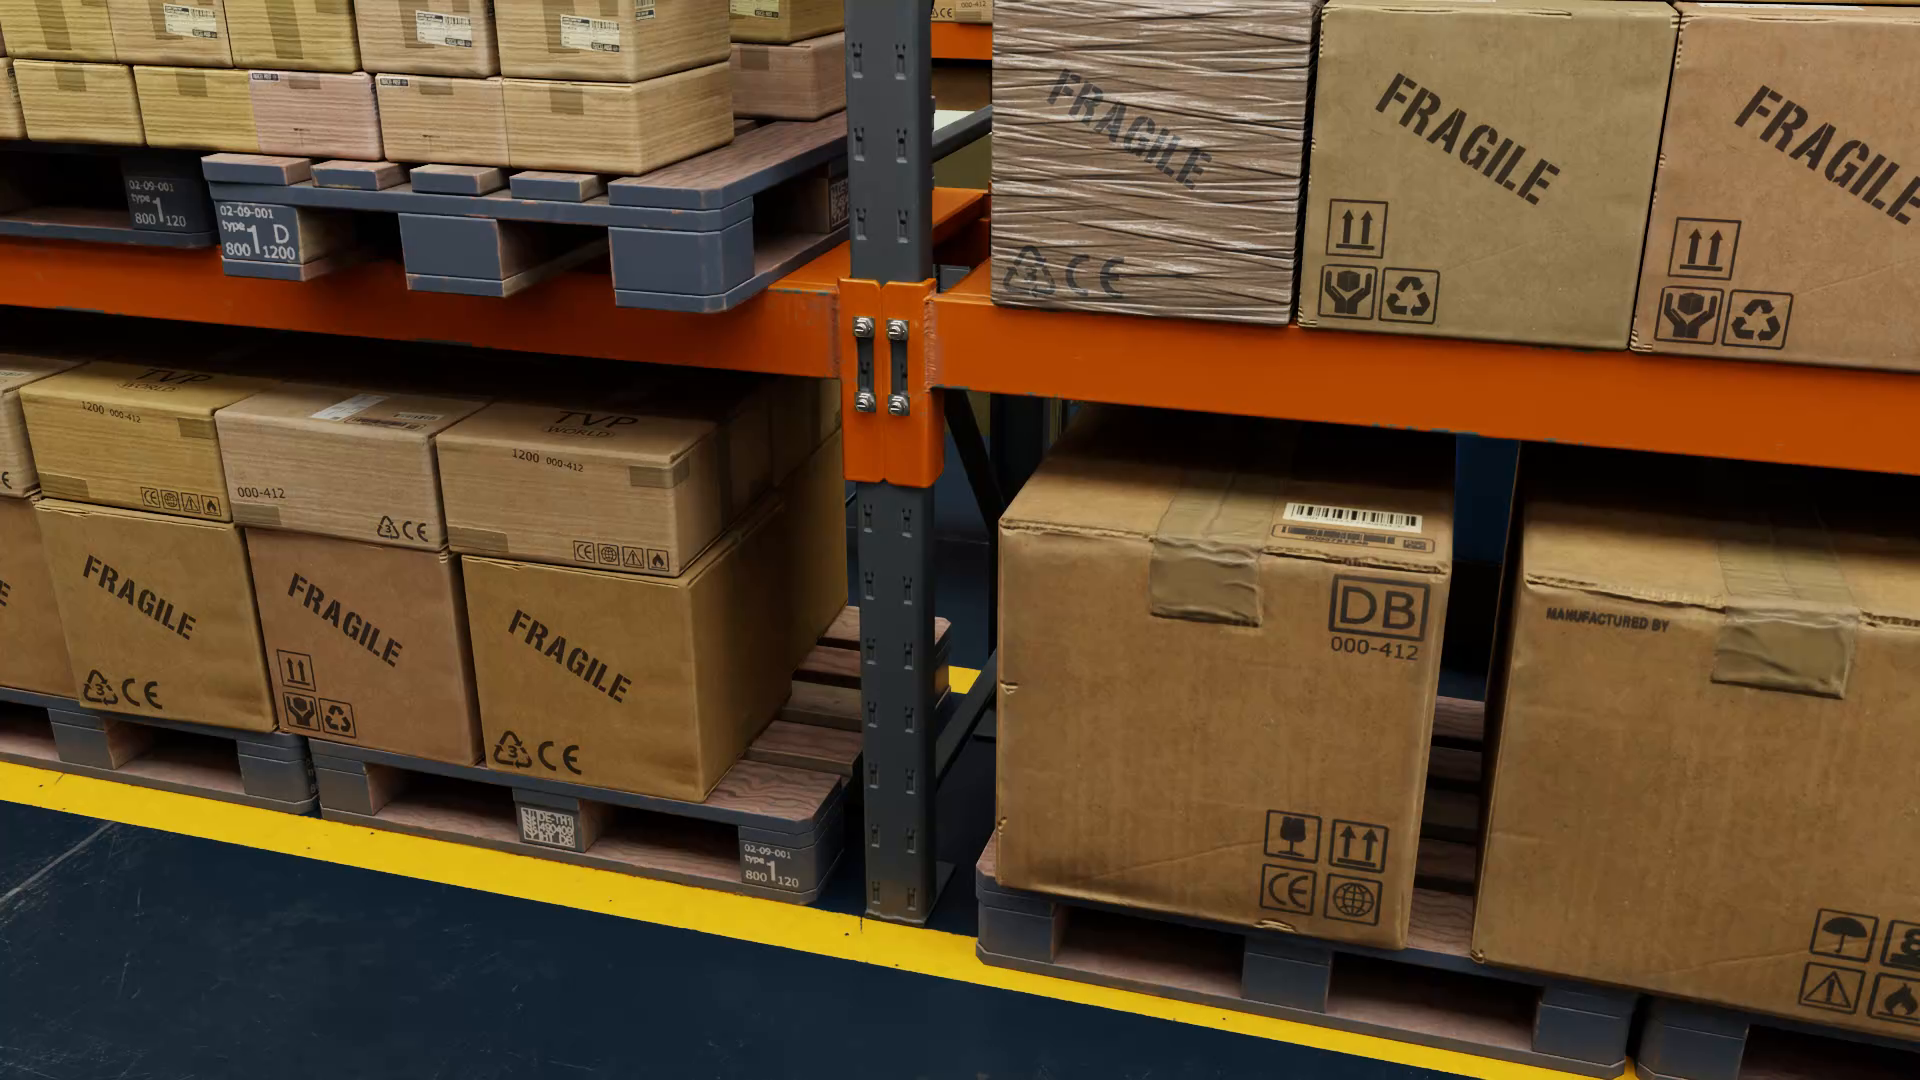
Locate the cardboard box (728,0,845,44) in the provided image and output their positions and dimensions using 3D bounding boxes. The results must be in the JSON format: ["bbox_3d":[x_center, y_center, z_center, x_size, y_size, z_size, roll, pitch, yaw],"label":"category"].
[{"bbox_3d":[-0.393,-1.132,3.464,0.250,0.149,0.380,8,24,18],"label":"cardboard box"}]

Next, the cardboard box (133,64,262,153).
[{"bbox_3d":[-1.315,-0.840,3.144,0.250,0.149,0.380,6,23,15],"label":"cardboard box"}]

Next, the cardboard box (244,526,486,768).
[{"bbox_3d":[-1.190,0.136,3.726,0.500,0.500,0.500,8,23,18],"label":"cardboard box"}]

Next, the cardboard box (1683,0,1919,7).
[{"bbox_3d":[1.415,-1.136,2.639,0.500,0.500,0.700,6,23,15],"label":"cardboard box"}]

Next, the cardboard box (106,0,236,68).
[{"bbox_3d":[-1.341,-0.979,3.091,0.250,0.149,0.380,7,23,16],"label":"cardboard box"}]

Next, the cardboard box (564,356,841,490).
[{"bbox_3d":[-0.579,-0.339,3.896,0.500,0.250,0.500,5,23,13],"label":"cardboard box"}]

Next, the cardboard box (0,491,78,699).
[{"bbox_3d":[-2.175,0.020,4.009,0.500,0.500,0.500,7,23,16],"label":"cardboard box"}]

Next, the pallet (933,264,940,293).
[{"bbox_3d":[-0.553,-1.558,8.791,1.213,0.211,1.003,7,23,16],"label":"pallet"}]

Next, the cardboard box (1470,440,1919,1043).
[{"bbox_3d":[1.406,0.250,3.119,0.750,0.750,1.050,7,23,16],"label":"cardboard box"}]

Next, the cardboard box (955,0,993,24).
[{"bbox_3d":[0.291,-2.542,7.713,0.500,0.250,0.500,7,23,16],"label":"cardboard box"}]

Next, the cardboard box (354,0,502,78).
[{"bbox_3d":[-0.849,-0.924,2.955,0.250,0.149,0.380,7,23,18],"label":"cardboard box"}]

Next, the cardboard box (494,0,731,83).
[{"bbox_3d":[-0.593,-0.895,2.885,0.250,0.149,0.380,7,23,17],"label":"cardboard box"}]

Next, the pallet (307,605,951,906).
[{"bbox_3d":[-0.737,0.413,3.985,1.213,0.211,1.003,7,23,16],"label":"pallet"}]

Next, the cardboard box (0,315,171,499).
[{"bbox_3d":[-2.190,-0.322,3.855,0.500,0.250,0.500,7,23,18],"label":"cardboard box"}]

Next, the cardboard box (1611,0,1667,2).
[{"bbox_3d":[0.923,-1.192,2.774,0.500,0.500,0.700,6,23,15],"label":"cardboard box"}]

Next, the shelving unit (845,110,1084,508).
[{"bbox_3d":[0.006,-0.693,4.984,0.755,1.500,0.431,7,23,16],"label":"shelving unit"}]

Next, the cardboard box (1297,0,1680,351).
[{"bbox_3d":[0.851,-0.635,2.734,0.500,0.500,0.500,6,23,15],"label":"cardboard box"}]

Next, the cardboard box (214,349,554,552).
[{"bbox_3d":[-1.206,-0.207,3.573,0.500,0.250,0.500,7,23,16],"label":"cardboard box"}]

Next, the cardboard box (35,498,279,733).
[{"bbox_3d":[-1.701,0.084,3.853,0.500,0.500,0.500,5,23,13],"label":"cardboard box"}]

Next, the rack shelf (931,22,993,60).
[{"bbox_3d":[-0.570,-2.487,8.328,4.000,0.370,1.077,7,23,16],"label":"rack shelf"}]

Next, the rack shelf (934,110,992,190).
[{"bbox_3d":[0.006,-1.054,4.836,0.720,0.370,0.431,7,23,16],"label":"rack shelf"}]

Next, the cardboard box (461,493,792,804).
[{"bbox_3d":[-0.694,0.194,3.584,0.500,0.500,0.500,6,23,15],"label":"cardboard box"}]

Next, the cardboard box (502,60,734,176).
[{"bbox_3d":[-0.594,-0.756,2.938,0.250,0.149,0.380,7,23,16],"label":"cardboard box"}]

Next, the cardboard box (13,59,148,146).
[{"bbox_3d":[-1.573,-0.869,3.215,0.250,0.149,0.380,6,23,13],"label":"cardboard box"}]

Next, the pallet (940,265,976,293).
[{"bbox_3d":[0.611,-1.424,8.463,1.213,0.211,1.003,7,23,16],"label":"pallet"}]

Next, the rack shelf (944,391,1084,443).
[{"bbox_3d":[0.006,-0.392,5.107,0.720,0.370,0.431,7,23,16],"label":"rack shelf"}]

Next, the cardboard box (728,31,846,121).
[{"bbox_3d":[-0.359,-0.991,3.512,0.250,0.149,0.380,6,23,15],"label":"cardboard box"}]

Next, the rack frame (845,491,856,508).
[{"bbox_3d":[-0.344,-0.733,5.081,0.023,1.500,0.400,7,23,16],"label":"rack frame"}]

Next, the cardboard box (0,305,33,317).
[{"bbox_3d":[-2.544,-0.563,4.442,0.500,0.250,0.500,8,24,18],"label":"cardboard box"}]

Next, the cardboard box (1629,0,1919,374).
[{"bbox_3d":[1.333,-0.580,2.599,0.500,0.500,0.500,7,23,15],"label":"cardboard box"}]

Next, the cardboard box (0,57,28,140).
[{"bbox_3d":[-1.820,-0.898,3.285,0.250,0.149,0.380,7,23,17],"label":"cardboard box"}]

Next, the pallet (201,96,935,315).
[{"bbox_3d":[-0.702,-0.741,3.378,1.003,0.211,1.213,7,23,16],"label":"pallet"}]

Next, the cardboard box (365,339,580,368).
[{"bbox_3d":[-1.065,-0.395,4.032,0.500,0.250,0.500,6,23,15],"label":"cardboard box"}]

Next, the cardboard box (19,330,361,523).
[{"bbox_3d":[-1.688,-0.268,3.723,0.500,0.250,0.500,7,23,17],"label":"cardboard box"}]

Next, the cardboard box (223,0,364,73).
[{"bbox_3d":[-1.102,-0.952,3.023,0.250,0.149,0.380,7,23,17],"label":"cardboard box"}]

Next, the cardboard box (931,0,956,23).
[{"bbox_3d":[-0.186,-2.603,7.862,0.500,0.250,0.500,6,23,15],"label":"cardboard box"}]

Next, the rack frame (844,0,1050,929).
[{"bbox_3d":[0.011,-0.791,3.245,0.127,3.000,1.000,7,23,16],"label":"rack frame"}]

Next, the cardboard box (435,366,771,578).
[{"bbox_3d":[-0.719,-0.155,3.448,0.500,0.250,0.500,6,23,14],"label":"cardboard box"}]

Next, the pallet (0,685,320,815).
[{"bbox_3d":[-1.901,0.279,4.312,1.213,0.211,1.003,7,23,16],"label":"pallet"}]

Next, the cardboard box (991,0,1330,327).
[{"bbox_3d":[0.363,-0.690,2.867,0.500,0.500,0.500,7,23,16],"label":"cardboard box"}]

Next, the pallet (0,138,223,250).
[{"bbox_3d":[-1.896,-0.904,3.774,1.213,0.211,1.003,7,23,16],"label":"pallet"}]

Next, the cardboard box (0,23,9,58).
[{"bbox_3d":[-1.829,-1.036,3.228,0.250,0.149,0.380,7,23,17],"label":"cardboard box"}]

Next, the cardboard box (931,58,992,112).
[{"bbox_3d":[-0.146,-2.017,8.481,0.875,0.875,0.875,7,23,16],"label":"cardboard box"}]

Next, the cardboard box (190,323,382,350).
[{"bbox_3d":[-1.535,-0.454,4.175,0.500,0.250,0.500,7,23,16],"label":"cardboard box"}]

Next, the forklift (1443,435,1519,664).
[{"bbox_3d":[2.788,-1.025,3.908,3.031,2.935,1.130,8,24,18],"label":"forklift"}]

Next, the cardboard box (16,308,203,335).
[{"bbox_3d":[-2.034,-0.510,4.314,0.500,0.250,0.500,5,23,13],"label":"cardboard box"}]

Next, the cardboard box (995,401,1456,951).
[{"bbox_3d":[0.568,0.155,3.350,0.750,0.750,1.050,6,23,15],"label":"cardboard box"}]

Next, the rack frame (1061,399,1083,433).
[{"bbox_3d":[0.357,-0.653,4.886,0.023,1.500,0.400,7,23,16],"label":"rack frame"}]

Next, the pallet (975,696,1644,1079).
[{"bbox_3d":[0.744,0.613,3.497,1.213,0.211,1.003,7,23,16],"label":"pallet"}]

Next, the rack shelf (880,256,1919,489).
[{"bbox_3d":[1.926,-0.239,2.847,4.000,0.370,1.077,7,23,16],"label":"rack shelf"}]

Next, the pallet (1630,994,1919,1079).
[{"bbox_3d":[1.908,0.748,3.169,1.213,0.211,1.003,7,23,16],"label":"pallet"}]

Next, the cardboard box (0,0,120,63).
[{"bbox_3d":[-1.579,-1.007,3.159,0.250,0.149,0.380,6,23,15],"label":"cardboard box"}]

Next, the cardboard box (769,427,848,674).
[{"bbox_3d":[-0.592,0.001,4.055,0.500,0.500,0.500,6,23,13],"label":"cardboard box"}]

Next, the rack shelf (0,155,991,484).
[{"bbox_3d":[-1.904,-0.677,3.916,4.000,0.370,1.077,7,23,16],"label":"rack shelf"}]

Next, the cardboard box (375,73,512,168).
[{"bbox_3d":[-0.831,-0.784,3.006,0.250,0.149,0.380,6,23,15],"label":"cardboard box"}]

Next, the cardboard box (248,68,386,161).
[{"bbox_3d":[-1.077,-0.812,3.074,0.250,0.149,0.380,7,23,16],"label":"cardboard box"}]
